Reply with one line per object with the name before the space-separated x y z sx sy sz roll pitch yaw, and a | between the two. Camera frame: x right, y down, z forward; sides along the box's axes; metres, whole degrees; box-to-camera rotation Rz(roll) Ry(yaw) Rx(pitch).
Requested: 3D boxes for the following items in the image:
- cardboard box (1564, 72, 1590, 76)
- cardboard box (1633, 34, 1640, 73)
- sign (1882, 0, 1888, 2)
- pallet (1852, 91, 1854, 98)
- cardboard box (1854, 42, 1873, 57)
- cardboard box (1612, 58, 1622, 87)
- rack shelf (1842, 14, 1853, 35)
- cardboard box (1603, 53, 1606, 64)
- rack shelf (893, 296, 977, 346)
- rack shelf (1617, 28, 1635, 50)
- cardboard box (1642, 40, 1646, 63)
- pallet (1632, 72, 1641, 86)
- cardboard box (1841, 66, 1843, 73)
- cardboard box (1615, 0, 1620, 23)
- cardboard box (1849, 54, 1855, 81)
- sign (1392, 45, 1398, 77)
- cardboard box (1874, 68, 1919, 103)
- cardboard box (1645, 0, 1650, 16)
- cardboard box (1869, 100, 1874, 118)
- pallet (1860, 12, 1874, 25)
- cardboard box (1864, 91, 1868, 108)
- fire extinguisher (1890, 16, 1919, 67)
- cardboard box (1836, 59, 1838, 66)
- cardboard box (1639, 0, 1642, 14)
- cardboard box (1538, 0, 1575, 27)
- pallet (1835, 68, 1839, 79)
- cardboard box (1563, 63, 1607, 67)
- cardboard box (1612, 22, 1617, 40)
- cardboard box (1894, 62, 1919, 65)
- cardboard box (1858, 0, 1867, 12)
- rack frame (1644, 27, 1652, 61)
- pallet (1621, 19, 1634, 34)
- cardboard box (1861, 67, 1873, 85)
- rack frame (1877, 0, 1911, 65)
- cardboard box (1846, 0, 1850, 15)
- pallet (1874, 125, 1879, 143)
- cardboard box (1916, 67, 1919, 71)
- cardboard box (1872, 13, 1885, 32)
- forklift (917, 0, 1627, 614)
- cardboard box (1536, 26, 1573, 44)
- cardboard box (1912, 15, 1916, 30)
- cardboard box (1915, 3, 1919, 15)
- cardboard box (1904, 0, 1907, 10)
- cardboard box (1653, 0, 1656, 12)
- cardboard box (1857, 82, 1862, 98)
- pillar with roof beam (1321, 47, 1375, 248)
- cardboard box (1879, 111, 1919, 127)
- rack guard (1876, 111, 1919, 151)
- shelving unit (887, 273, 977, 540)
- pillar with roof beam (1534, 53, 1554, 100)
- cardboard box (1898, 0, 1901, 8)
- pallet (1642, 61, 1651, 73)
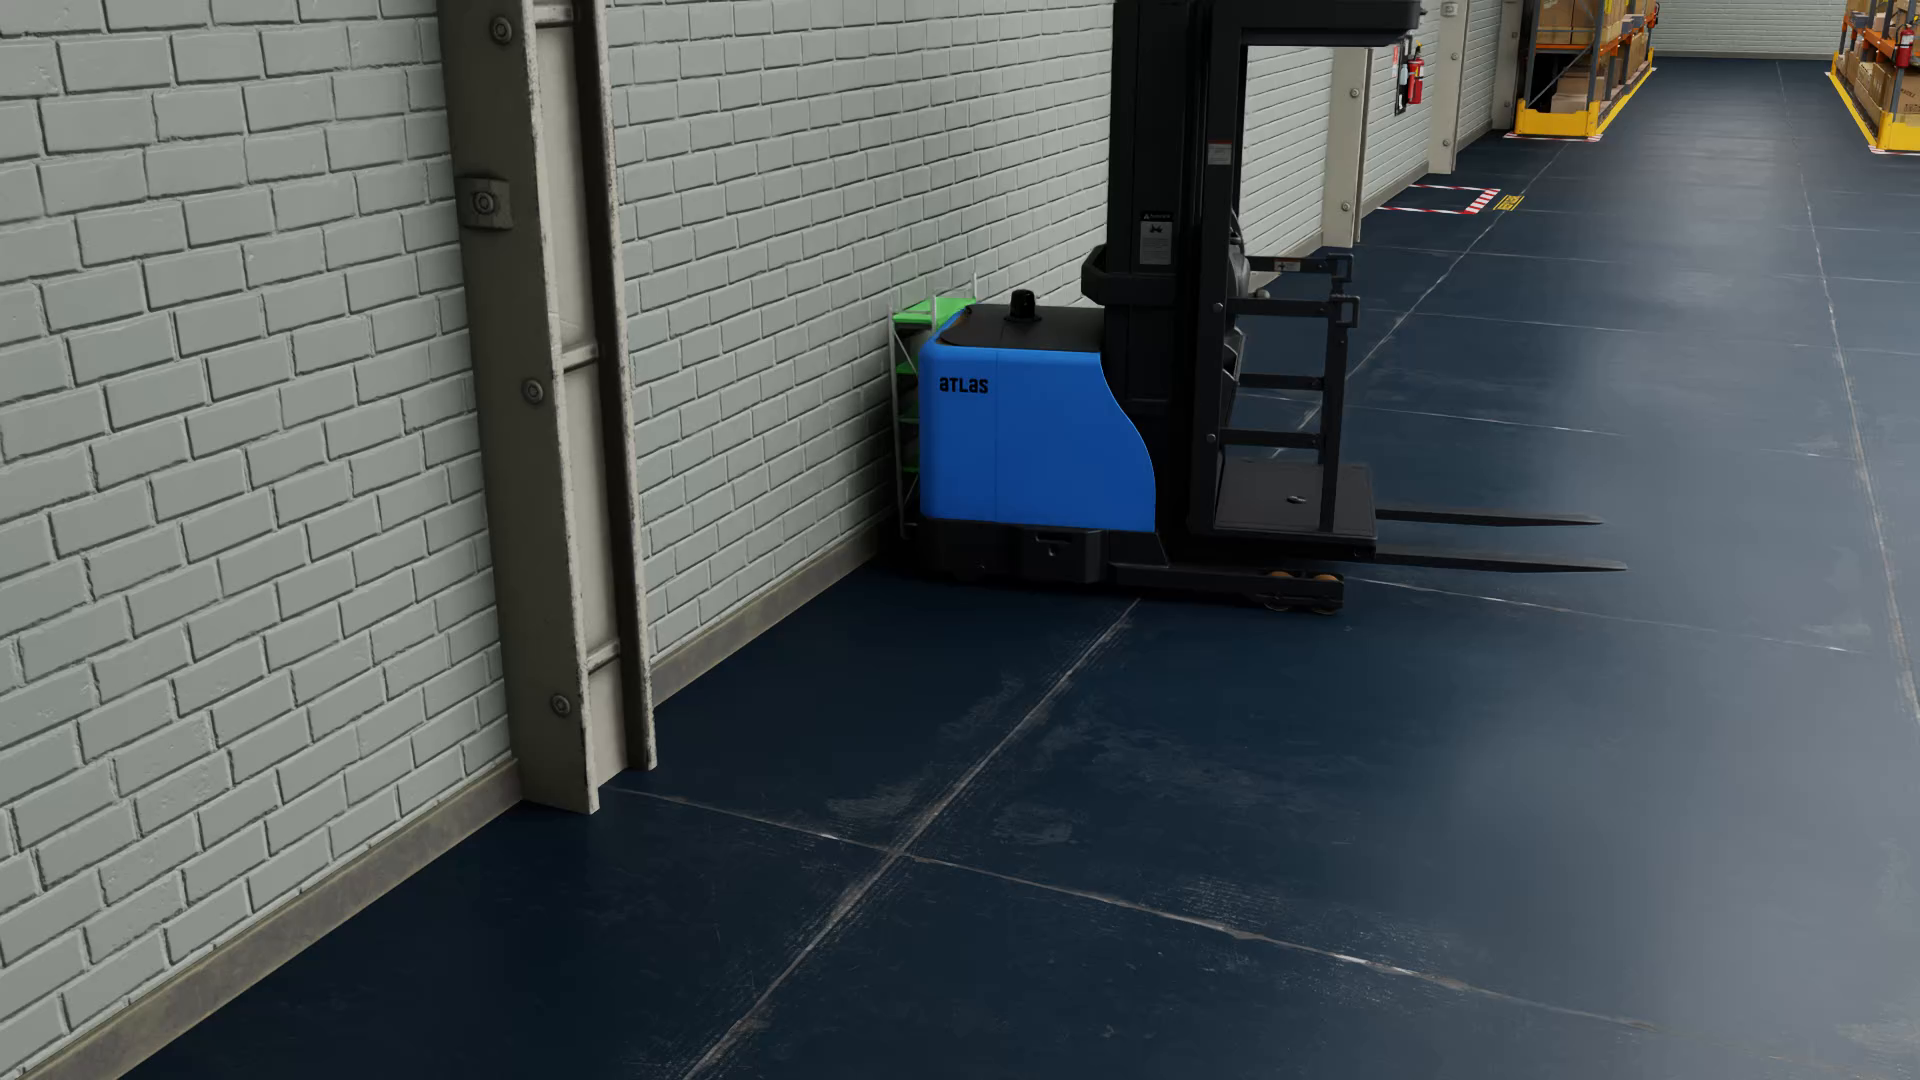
cardboard box | 10.310 -7.529 27.736 0.500 0.500 0.500 7 21 19
cardboard box | 13.466 -9.964 34.091 0.750 0.750 0.750 9 22 24
sign | 14.721 -8.723 26.411 0.100 0.325 0.005 9 21 23
pallet | 17.198 -8.275 30.923 1.003 0.211 1.213 9 21 23
cardboard box | 17.461 -9.398 31.874 0.500 0.250 0.500 8 21 22
cardboard box | 12.090 -8.847 31.443 0.700 0.500 0.500 9 21 23
rack shelf | 19.315 -10.861 35.107 1.077 0.370 4.000 9 21 23
cardboard box | 11.372 -8.727 29.986 0.500 0.250 0.500 8 21 21
rack shelf | -0.123 -1.027 7.813 0.258 0.148 0.480 6 22 22
rack shelf | 11.518 -9.094 30.138 1.077 0.370 4.000 9 21 23
cardboard box | 15.213 -11.130 37.891 0.700 0.500 0.500 8 21 23
pallet | 13.728 -9.707 34.950 1.003 0.211 1.213 9 21 23
cardboard box | 18.569 -9.789 34.616 0.380 0.149 0.250 9 21 23
cardboard box | 10.160 -8.462 26.362 0.500 0.500 0.500 9 22 24
cardboard box | 17.655 -9.188 32.401 0.500 0.500 0.500 9 21 23
sign | 4.734 -5.209 18.087 0.001 0.329 0.234 9 21 23
cardboard box | 14.132 -6.841 25.087 0.500 0.500 0.500 9 21 23
cardboard box | 14.212 -11.572 35.585 0.980 0.700 0.700 9 21 24
cardboard box | 14.334 -6.641 25.644 0.500 0.250 0.500 9 21 23
pallet | 17.650 -9.871 31.534 1.003 0.211 1.213 9 21 23
cardboard box | 15.125 -7.212 27.249 0.500 0.250 0.500 8 21 22
fire extinguisher | 13.110 -6.912 23.043 0.296 0.674 0.183 9 21 23
cardboard box | 19.546 -10.527 36.664 0.380 0.166 0.250 9 21 23
cardboard box | 13.196 -10.665 32.858 0.500 0.500 0.500 8 21 22
cardboard box | 9.060 -8.065 25.243 0.500 0.500 0.500 8 21 22
pallet | 19.777 -10.231 36.422 1.003 0.211 1.213 9 21 23
cardboard box | 11.151 -8.244 29.746 0.700 0.500 0.500 8 21 22
cardboard box | 10.173 -8.113 26.500 0.500 0.250 0.500 9 21 23
cardboard box | 16.868 -8.339 29.580 0.500 0.311 0.500 9 22 24
cardboard box | 17.874 -10.501 32.243 0.700 0.500 0.500 12 23 31
rack frame | 15.613 -12.490 38.613 1.000 3.000 0.127 9 21 23
pallet | 11.145 -8.945 28.931 1.003 0.211 1.213 9 21 23
cardboard box | 15.747 -7.938 28.454 0.500 0.311 0.500 8 21 22
rack frame | 15.220 -8.143 26.390 1.000 3.000 0.127 9 21 23
cardboard box | 19.505 -11.601 35.963 0.500 0.500 0.500 8 21 22
pallet | 13.857 -5.846 24.093 1.003 0.211 1.213 9 21 23
cardboard box | 14.813 -6.923 25.316 0.500 0.500 0.500 9 21 23
cardboard box | 16.315 -9.077 29.150 0.500 0.311 0.500 8 21 22
forklift | 1.376 -1.259 7.134 3.031 2.935 1.130 4 20 11
cardboard box | 9.075 -7.707 25.359 0.500 0.250 0.500 9 21 23
cardboard box | 13.995 -7.270 23.785 0.700 0.500 0.500 9 22 24
cardboard box | 13.564 -7.416 23.229 0.380 0.149 0.250 8 21 22
cardboard box | 14.302 -7.967 24.776 0.380 0.149 0.250 8 21 22
cardboard box | 15.413 -12.474 38.121 0.980 0.700 0.700 10 22 25
cardboard box | 15.963 -7.835 29.001 0.500 0.250 0.500 8 21 21
pillar with roof beam | 7.572 -6.499 12.815 9.100 9.000 0.400 9 21 23
cardboard box | 13.532 -6.027 23.917 0.500 0.250 0.500 9 21 23
rack guard | 13.572 -5.736 23.350 1.175 0.500 0.348 9 21 23
shelving unit | -0.106 -0.637 7.958 0.258 1.200 0.503 6 22 22
pillar with roof beam | 14.943 -12.002 28.287 9.100 9.000 0.400 9 21 23
cardboard box | 14.726 -8.285 25.670 0.380 0.149 0.250 8 21 21
pallet | 15.357 -10.921 38.363 1.003 0.211 1.213 9 21 23
